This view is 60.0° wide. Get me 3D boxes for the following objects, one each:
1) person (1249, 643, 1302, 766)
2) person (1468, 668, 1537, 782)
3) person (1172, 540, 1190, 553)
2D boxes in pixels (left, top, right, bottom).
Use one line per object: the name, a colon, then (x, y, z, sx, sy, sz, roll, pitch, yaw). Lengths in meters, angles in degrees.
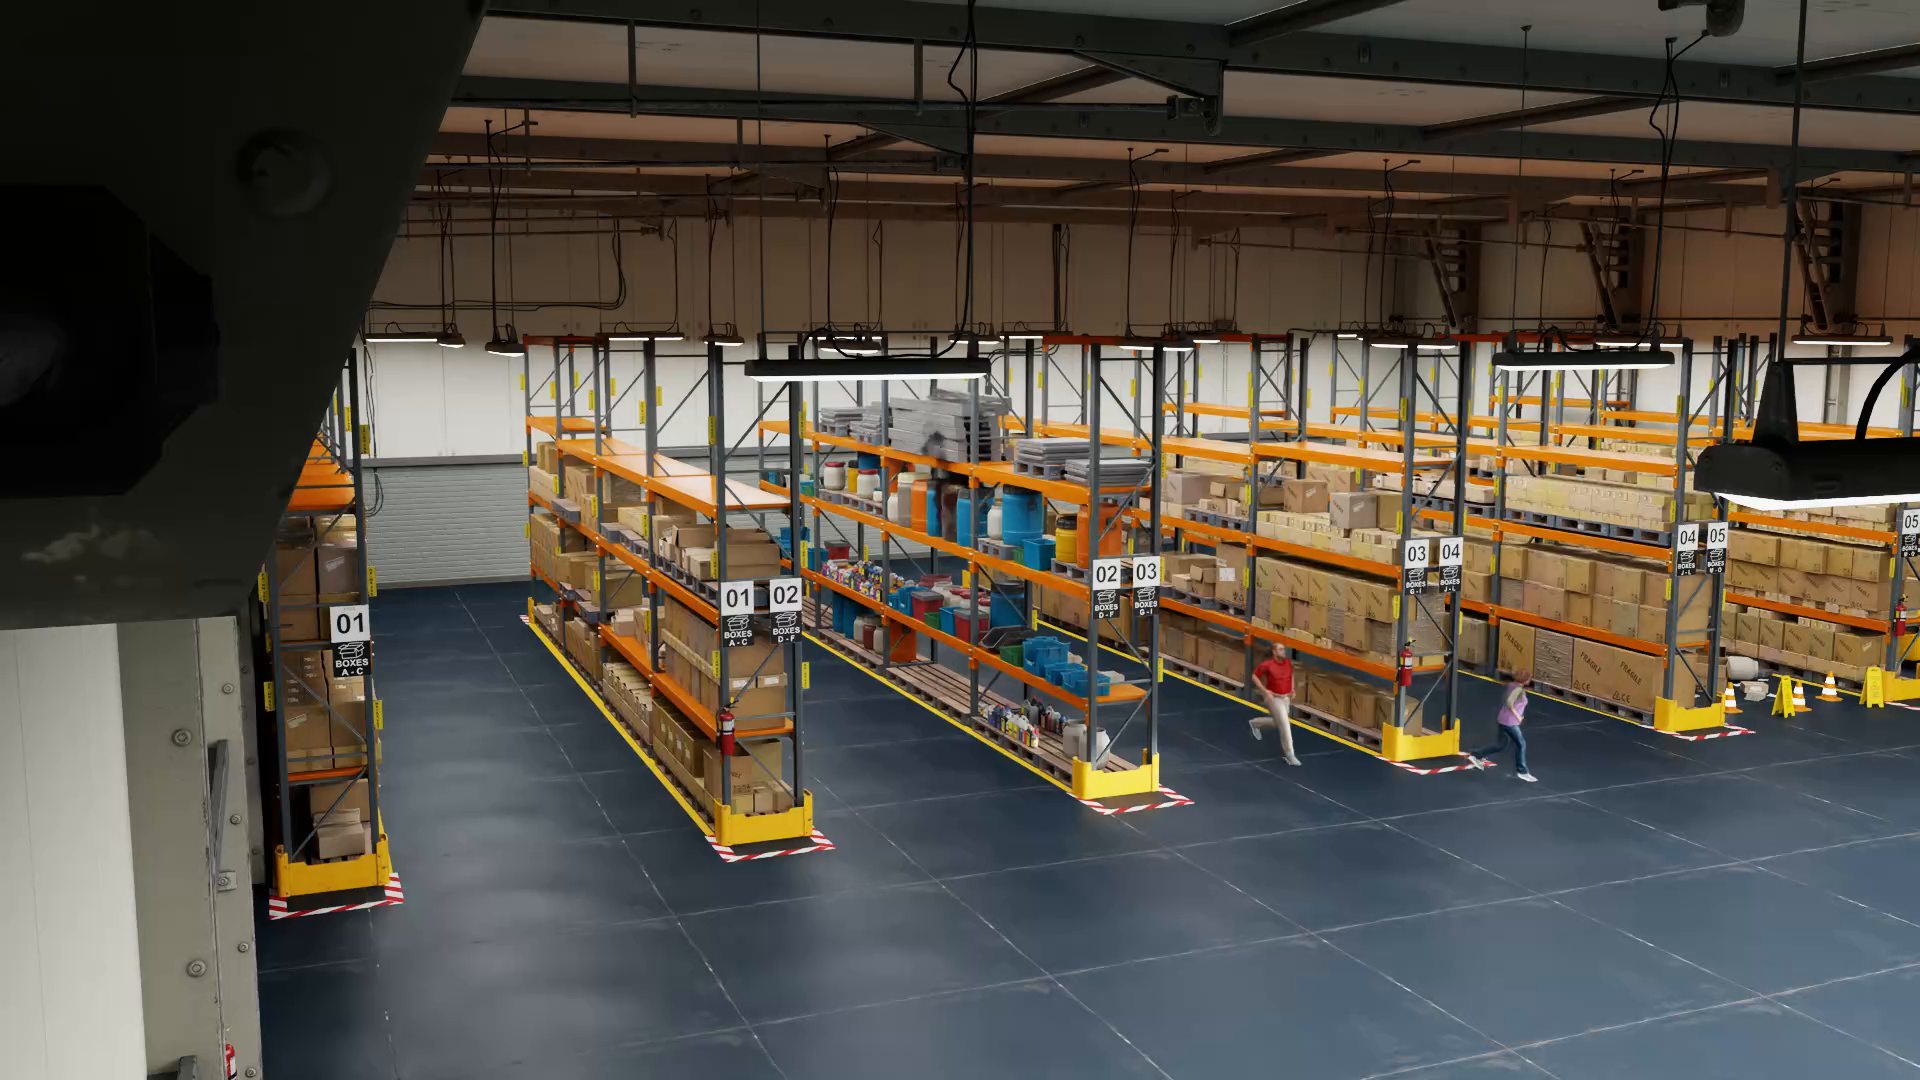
person: (4.577, 2.329, 24.022, 0.637, 1.729, 1.057, -7, 10, -40)
person: (7.477, 2.532, 22.819, 0.920, 1.577, 0.547, 2, 8, 12)
person: (5.550, -0.040, 41.636, 0.922, 1.669, 0.674, 2, 8, 14)
